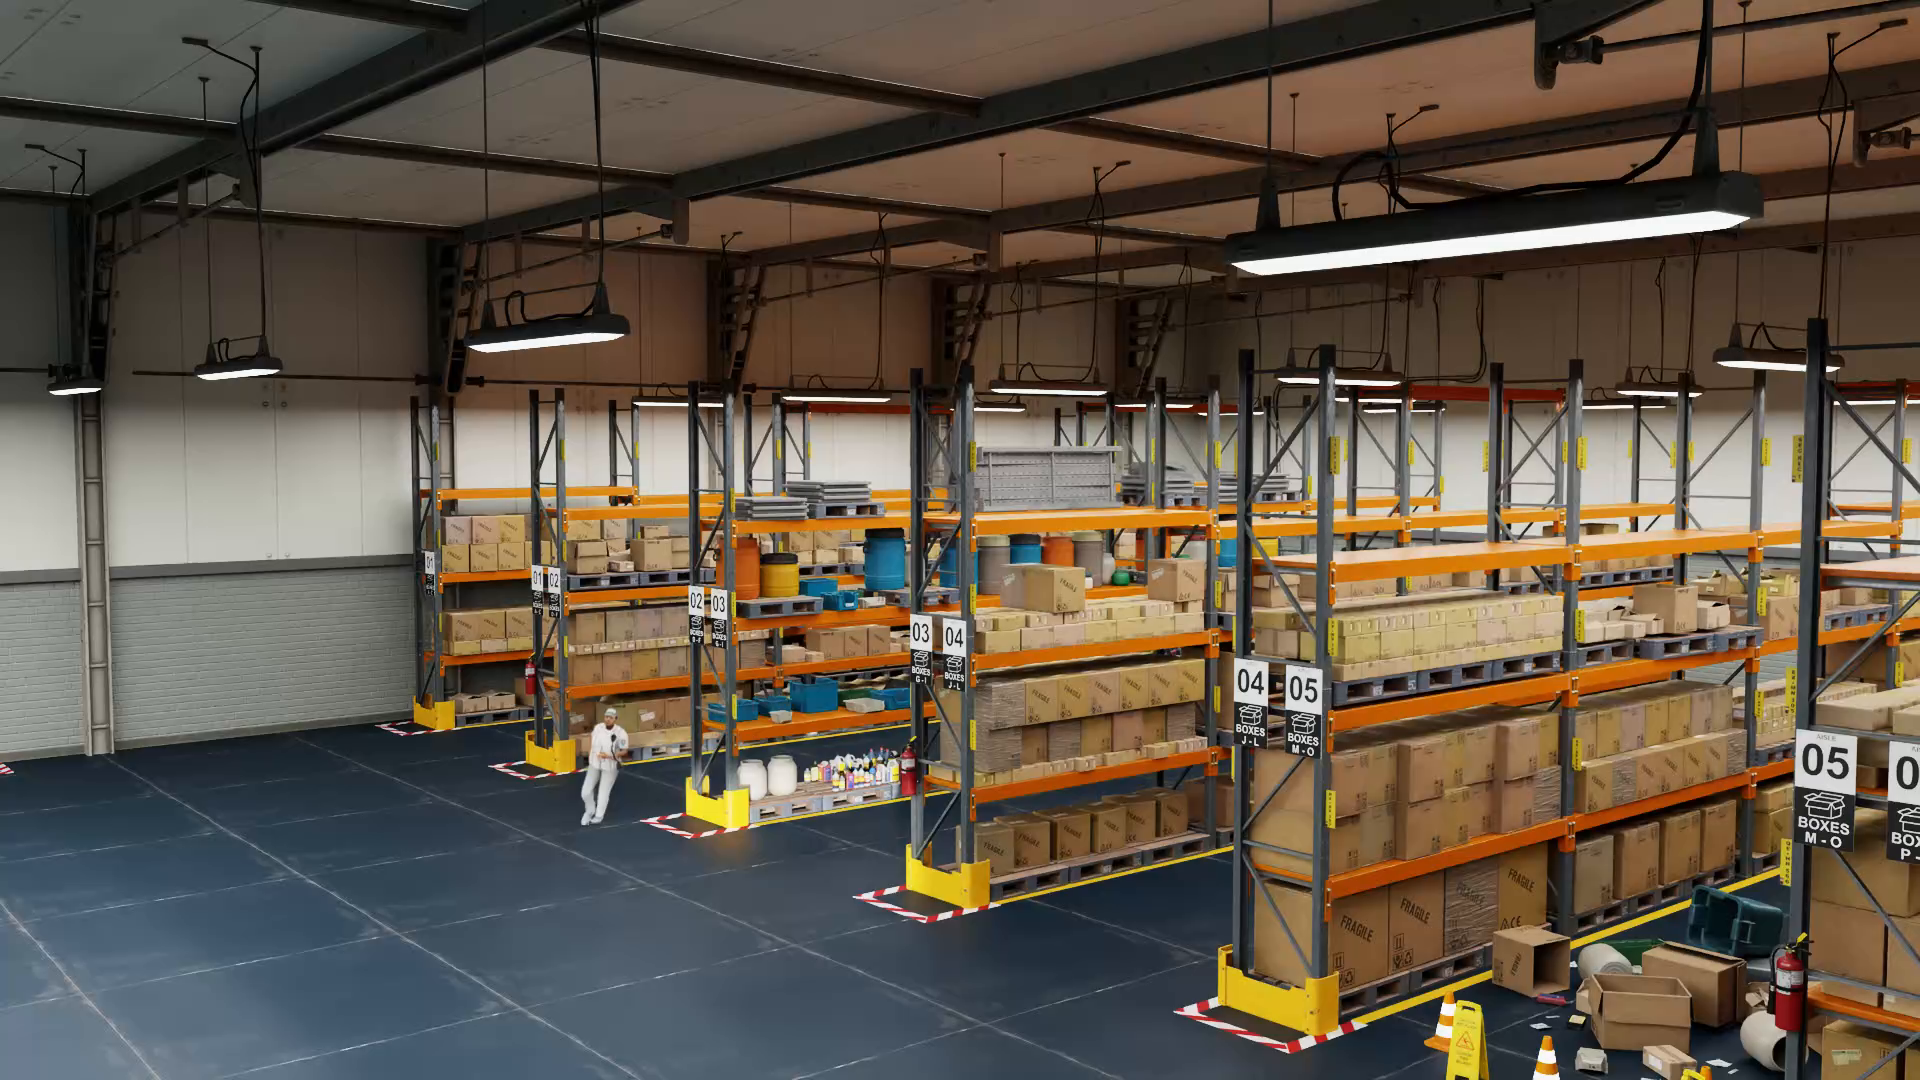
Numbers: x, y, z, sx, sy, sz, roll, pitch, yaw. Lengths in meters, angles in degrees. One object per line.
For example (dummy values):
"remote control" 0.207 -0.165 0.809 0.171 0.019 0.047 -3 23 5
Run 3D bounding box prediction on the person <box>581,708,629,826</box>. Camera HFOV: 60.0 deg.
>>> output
"person" -4.770 3.048 22.305 0.686 1.627 0.594 0 3 7

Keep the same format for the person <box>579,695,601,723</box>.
"person" -6.408 2.650 28.708 0.546 1.653 0.676 3 5 42
